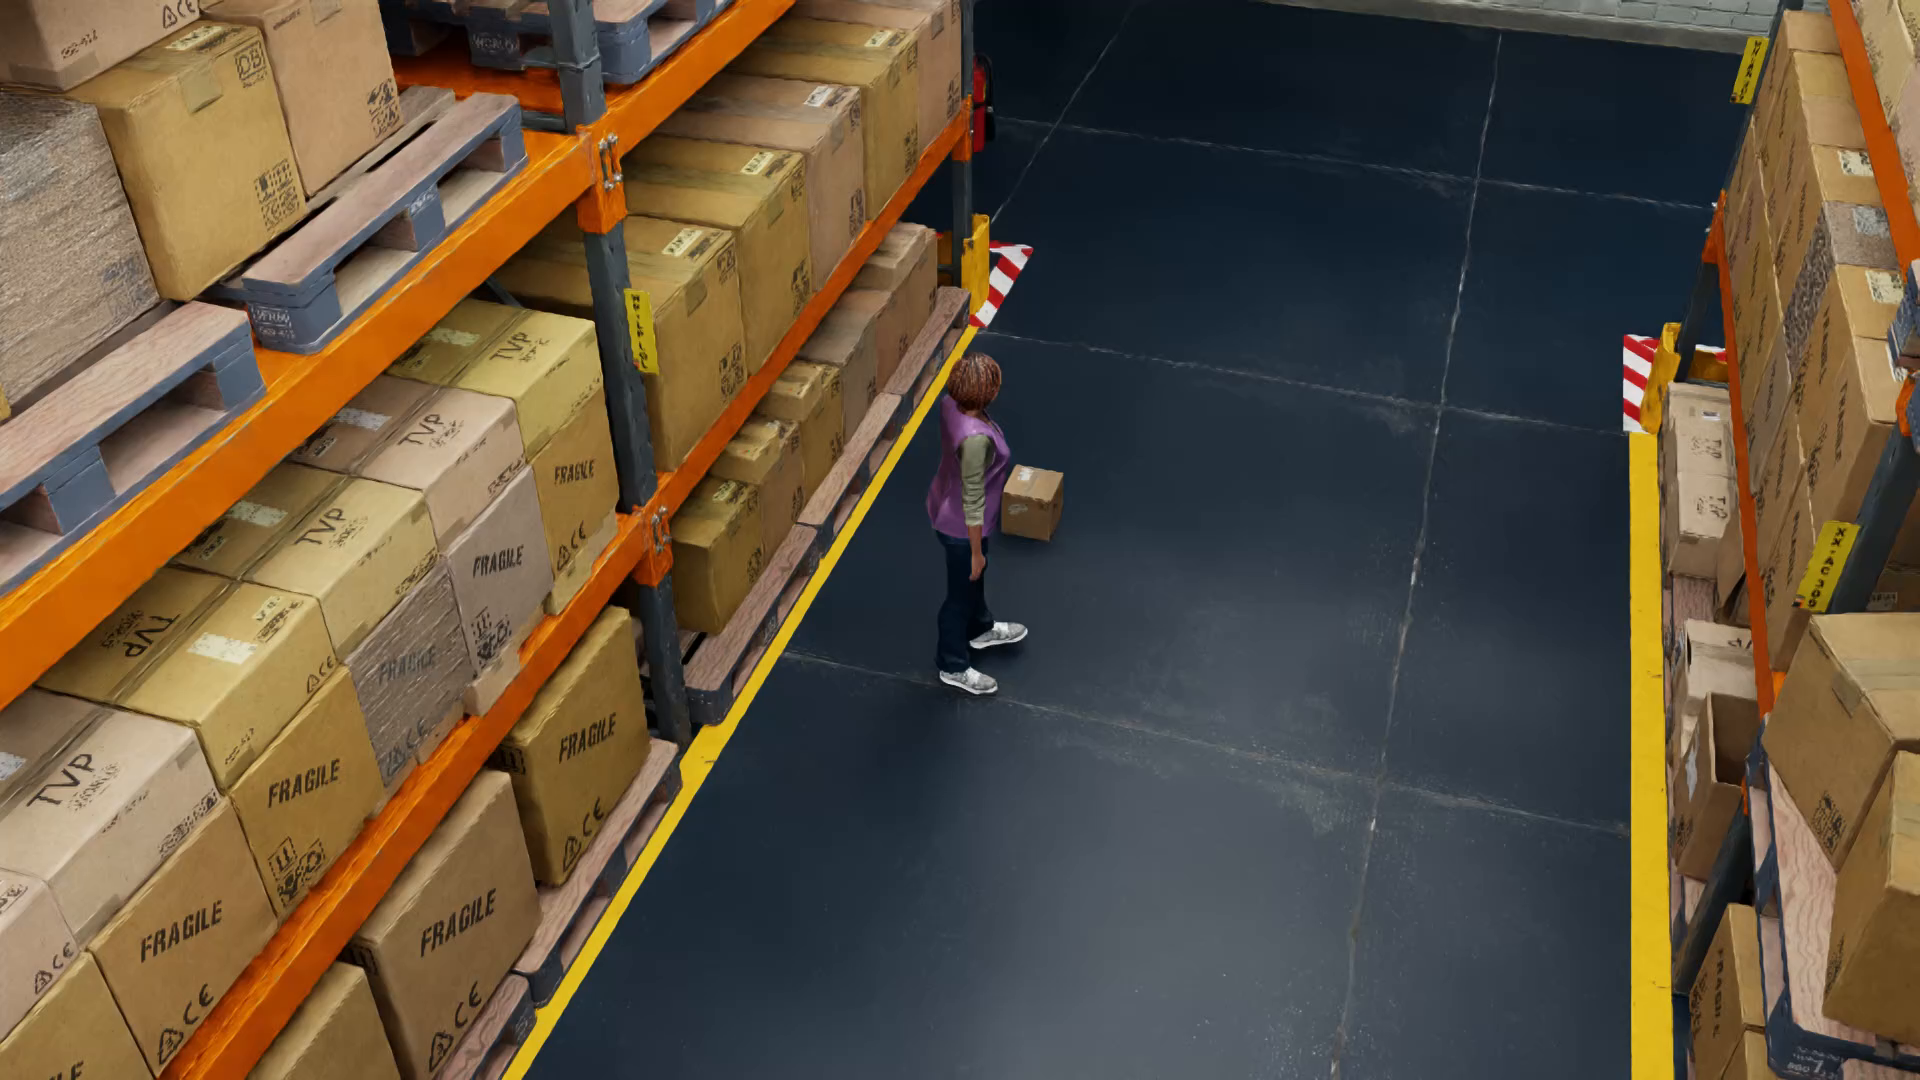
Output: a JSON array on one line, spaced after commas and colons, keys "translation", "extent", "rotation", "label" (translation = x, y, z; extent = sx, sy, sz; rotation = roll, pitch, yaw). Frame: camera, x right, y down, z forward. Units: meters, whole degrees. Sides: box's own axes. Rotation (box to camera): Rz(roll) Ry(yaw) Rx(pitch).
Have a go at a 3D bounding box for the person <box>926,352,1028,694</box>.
[{"translation": [0.100, -0.073, 6.959], "extent": [0.467, 1.603, 0.482], "rotation": [-7, 38, -9], "label": "person"}]
